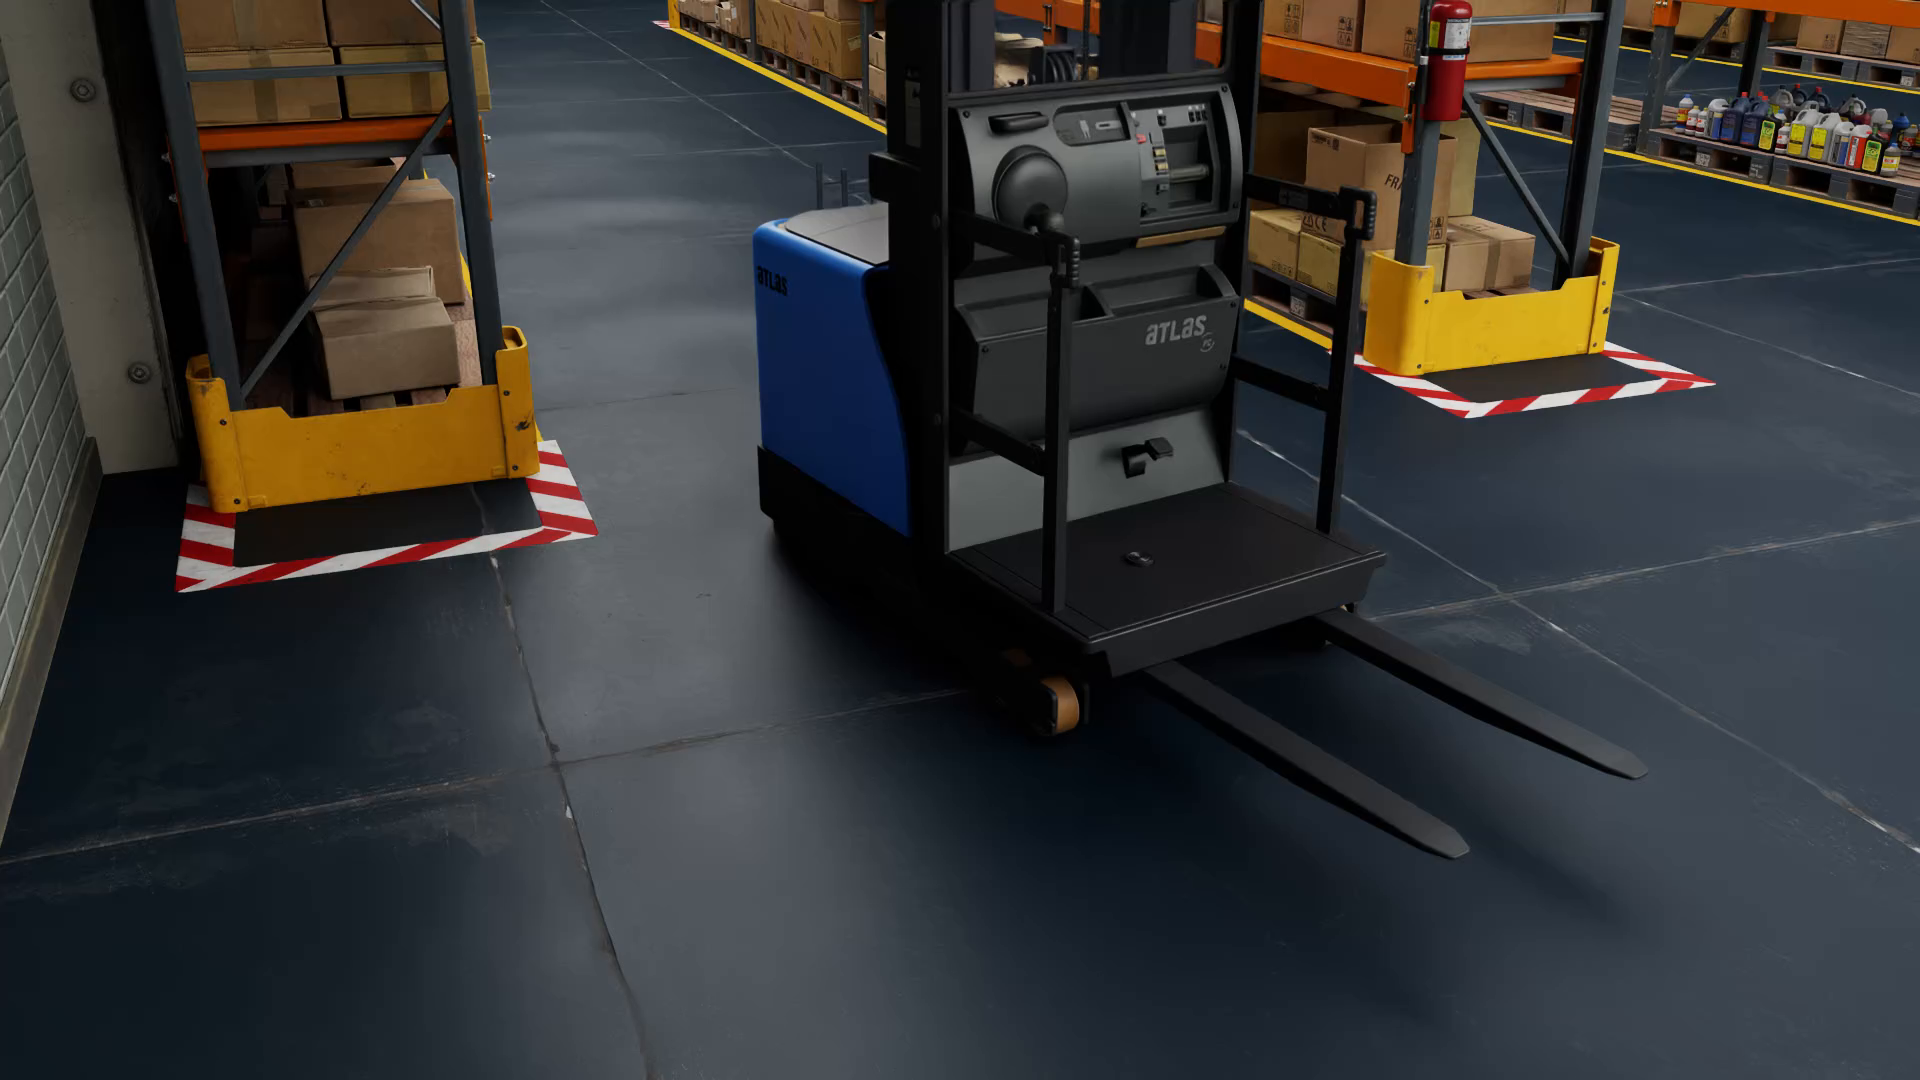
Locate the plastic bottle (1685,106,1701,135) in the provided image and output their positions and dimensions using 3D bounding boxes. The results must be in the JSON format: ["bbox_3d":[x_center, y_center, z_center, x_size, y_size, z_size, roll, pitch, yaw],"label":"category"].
[{"bbox_3d":[5.419,-3.099,12.277,0.097,0.201,0.097,0,23,0],"label":"plastic bottle"}]

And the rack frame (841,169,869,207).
[{"bbox_3d":[-0.301,-0.728,5.933,0.240,1.200,0.006,-14,27,-30],"label":"rack frame"}]

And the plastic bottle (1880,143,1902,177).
[{"bbox_3d":[6.035,-2.466,10.774,0.097,0.201,0.097,0,23,0],"label":"plastic bottle"}]

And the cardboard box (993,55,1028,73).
[{"bbox_3d":[0.271,-3.383,12.192,0.500,0.311,0.500,-8,24,-19],"label":"cardboard box"}]

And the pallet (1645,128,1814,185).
[{"bbox_3d":[5.879,-2.864,12.273,1.003,0.211,1.213,-8,24,-19],"label":"pallet"}]

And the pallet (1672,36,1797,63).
[{"bbox_3d":[8.693,-5.543,18.631,1.003,0.211,1.213,-8,24,-19],"label":"pallet"}]

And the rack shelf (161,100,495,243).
[{"bbox_3d":[-2.881,-1.981,7.515,1.077,0.370,4.000,-8,24,-19],"label":"rack shelf"}]

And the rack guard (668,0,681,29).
[{"bbox_3d":[-3.167,-6.901,21.480,1.175,0.500,0.348,-8,24,-19],"label":"rack guard"}]

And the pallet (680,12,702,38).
[{"bbox_3d":[-2.884,-6.478,20.849,1.003,0.211,1.213,-8,24,-19],"label":"pallet"}]

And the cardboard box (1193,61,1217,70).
[{"bbox_3d":[1.580,-2.671,10.258,0.500,0.500,0.500,-8,24,-19],"label":"cardboard box"}]

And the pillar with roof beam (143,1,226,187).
[{"bbox_3d":[-1.323,-7.257,11.381,9.100,9.000,0.400,-8,24,-19],"label":"pillar with roof beam"}]

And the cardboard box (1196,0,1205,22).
[{"bbox_3d":[1.574,-3.233,9.429,0.700,0.500,0.500,-8,24,-18],"label":"cardboard box"}]

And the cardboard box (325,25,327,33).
[{"bbox_3d":[-2.714,-1.857,6.461,0.500,0.250,0.500,-8,24,-17],"label":"cardboard box"}]

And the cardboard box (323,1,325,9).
[{"bbox_3d":[-2.404,-2.456,6.917,0.500,0.500,0.500,-9,25,-21],"label":"cardboard box"}]

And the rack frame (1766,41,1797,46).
[{"bbox_3d":[8.901,-6.532,17.385,1.000,3.000,0.127,-8,24,-19],"label":"rack frame"}]

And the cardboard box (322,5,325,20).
[{"bbox_3d":[-2.708,-2.198,6.305,0.500,0.500,0.500,-8,24,-18],"label":"cardboard box"}]

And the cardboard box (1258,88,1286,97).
[{"bbox_3d":[1.448,-2.236,9.228,0.500,0.500,0.500,-8,24,-19],"label":"cardboard box"}]

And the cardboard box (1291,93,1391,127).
[{"bbox_3d":[2.110,-2.126,8.965,0.500,0.500,0.500,-8,24,-19],"label":"cardboard box"}]

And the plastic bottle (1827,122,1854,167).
[{"bbox_3d":[5.923,-2.646,11.106,0.152,0.276,0.135,-9,24,-20],"label":"plastic bottle"}]

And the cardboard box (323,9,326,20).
[{"bbox_3d":[-2.421,-2.120,7.084,0.500,0.250,0.500,-9,24,-20],"label":"cardboard box"}]

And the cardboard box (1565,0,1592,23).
[{"bbox_3d":[8.050,-6.645,19.849,1.225,0.875,0.875,-9,25,-21],"label":"cardboard box"}]

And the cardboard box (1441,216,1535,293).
[{"bbox_3d":[2.477,-1.419,8.254,0.500,0.250,0.500,-8,24,-19],"label":"cardboard box"}]

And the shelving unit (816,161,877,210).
[{"bbox_3d":[-0.351,-0.758,6.004,0.258,1.200,0.189,-14,27,-30],"label":"shelving unit"}]

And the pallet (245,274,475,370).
[{"bbox_3d":[-2.882,-1.071,8.020,1.003,0.211,1.213,-8,24,-19],"label":"pallet"}]

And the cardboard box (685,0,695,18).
[{"bbox_3d":[-3.090,-6.598,20.516,0.500,0.250,0.500,-8,24,-19],"label":"cardboard box"}]

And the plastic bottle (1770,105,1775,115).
[{"bbox_3d":[5.742,-2.958,11.852,0.097,0.271,0.097,0,23,0],"label":"plastic bottle"}]

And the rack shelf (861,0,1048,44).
[{"bbox_3d":[0.339,-4.116,12.579,1.077,0.370,4.000,-8,24,-19],"label":"rack shelf"}]

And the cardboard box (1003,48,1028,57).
[{"bbox_3d":[0.588,-3.648,12.821,0.500,0.311,0.500,-8,24,-18],"label":"cardboard box"}]

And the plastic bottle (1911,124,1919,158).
[{"bbox_3d":[6.589,-2.753,11.366,0.097,0.271,0.097,0,23,0],"label":"plastic bottle"}]

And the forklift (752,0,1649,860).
[{"bbox_3d":[0.517,-1.028,4.416,1.130,2.935,3.031,-14,27,-30],"label":"forklift"}]

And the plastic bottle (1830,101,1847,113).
[{"bbox_3d":[6.342,-3.032,12.013,0.061,0.283,0.133,-7,24,-15],"label":"plastic bottle"}]

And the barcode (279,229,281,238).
[{"bbox_3d":[-3.568,-1.611,8.723,0.001,0.075,0.075,-8,24,-19],"label":"barcode"}]

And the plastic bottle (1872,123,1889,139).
[{"bbox_3d":[6.071,-2.614,11.020,0.061,0.283,0.133,-8,24,-19],"label":"plastic bottle"}]

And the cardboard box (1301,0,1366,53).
[{"bbox_3d":[2.116,-2.675,8.105,0.700,0.500,0.500,-8,24,-18],"label":"cardboard box"}]

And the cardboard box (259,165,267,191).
[{"bbox_3d":[-4.093,-2.536,10.557,0.700,0.500,0.500,-9,24,-20],"label":"cardboard box"}]

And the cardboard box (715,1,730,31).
[{"bbox_3d":[-2.512,-6.032,19.094,0.500,0.311,0.500,-8,24,-19],"label":"cardboard box"}]

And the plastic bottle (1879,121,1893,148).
[{"bbox_3d":[6.481,-2.832,11.643,0.097,0.201,0.097,0,23,0],"label":"plastic bottle"}]

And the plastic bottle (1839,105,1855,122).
[{"bbox_3d":[6.273,-2.945,11.806,0.061,0.283,0.133,-8,24,-19],"label":"plastic bottle"}]

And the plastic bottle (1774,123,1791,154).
[{"bbox_3d":[5.723,-2.787,11.537,0.097,0.201,0.097,0,23,0],"label":"plastic bottle"}]

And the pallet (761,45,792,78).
[{"bbox_3d":[-1.458,-5.052,17.464,1.003,0.211,1.213,-8,24,-19],"label":"pallet"}]

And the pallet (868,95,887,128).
[{"bbox_3d":[-0.113,-3.584,13.982,1.003,0.211,1.213,-8,24,-19],"label":"pallet"}]

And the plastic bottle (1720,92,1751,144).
[{"bbox_3d":[5.578,-3.031,11.922,0.144,0.351,0.185,-8,24,-18],"label":"plastic bottle"}]

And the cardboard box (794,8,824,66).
[{"bbox_3d":[-1.291,-4.910,16.190,0.500,0.500,0.500,-9,25,-21],"label":"cardboard box"}]

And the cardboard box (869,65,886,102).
[{"bbox_3d":[-0.457,-3.870,14.069,0.500,0.250,0.500,-8,24,-19],"label":"cardboard box"}]

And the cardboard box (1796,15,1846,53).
[{"bbox_3d":[9.157,-5.342,17.214,0.700,0.500,0.500,-10,25,-22],"label":"cardboard box"}]

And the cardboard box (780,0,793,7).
[{"bbox_3d":[-1.484,-5.451,16.508,0.500,0.250,0.500,-8,24,-19],"label":"cardboard box"}]

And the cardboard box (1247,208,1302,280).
[{"bbox_3d":[1.805,-1.528,8.512,0.500,0.250,0.500,-8,24,-19],"label":"cardboard box"}]

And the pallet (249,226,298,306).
[{"bbox_3d":[-3.317,-1.515,9.073,1.003,0.211,1.213,-8,24,-19],"label":"pallet"}]

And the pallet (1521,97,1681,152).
[{"bbox_3d":[5.367,-3.394,13.530,1.003,0.211,1.213,-8,24,-19],"label":"pallet"}]

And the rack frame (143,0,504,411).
[{"bbox_3d":[-2.174,-1.586,5.651,1.000,3.000,0.127,-8,24,-19],"label":"rack frame"}]

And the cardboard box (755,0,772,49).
[{"bbox_3d":[-1.838,-5.469,17.515,0.500,0.500,0.500,-9,25,-21],"label":"cardboard box"}]

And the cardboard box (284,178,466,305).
[{"bbox_3d":[-2.748,-1.381,7.817,0.700,0.500,0.500,-10,25,-22],"label":"cardboard box"}]

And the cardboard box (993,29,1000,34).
[{"bbox_3d":[0.048,-4.202,14.135,0.500,0.311,0.500,-8,24,-18],"label":"cardboard box"}]
